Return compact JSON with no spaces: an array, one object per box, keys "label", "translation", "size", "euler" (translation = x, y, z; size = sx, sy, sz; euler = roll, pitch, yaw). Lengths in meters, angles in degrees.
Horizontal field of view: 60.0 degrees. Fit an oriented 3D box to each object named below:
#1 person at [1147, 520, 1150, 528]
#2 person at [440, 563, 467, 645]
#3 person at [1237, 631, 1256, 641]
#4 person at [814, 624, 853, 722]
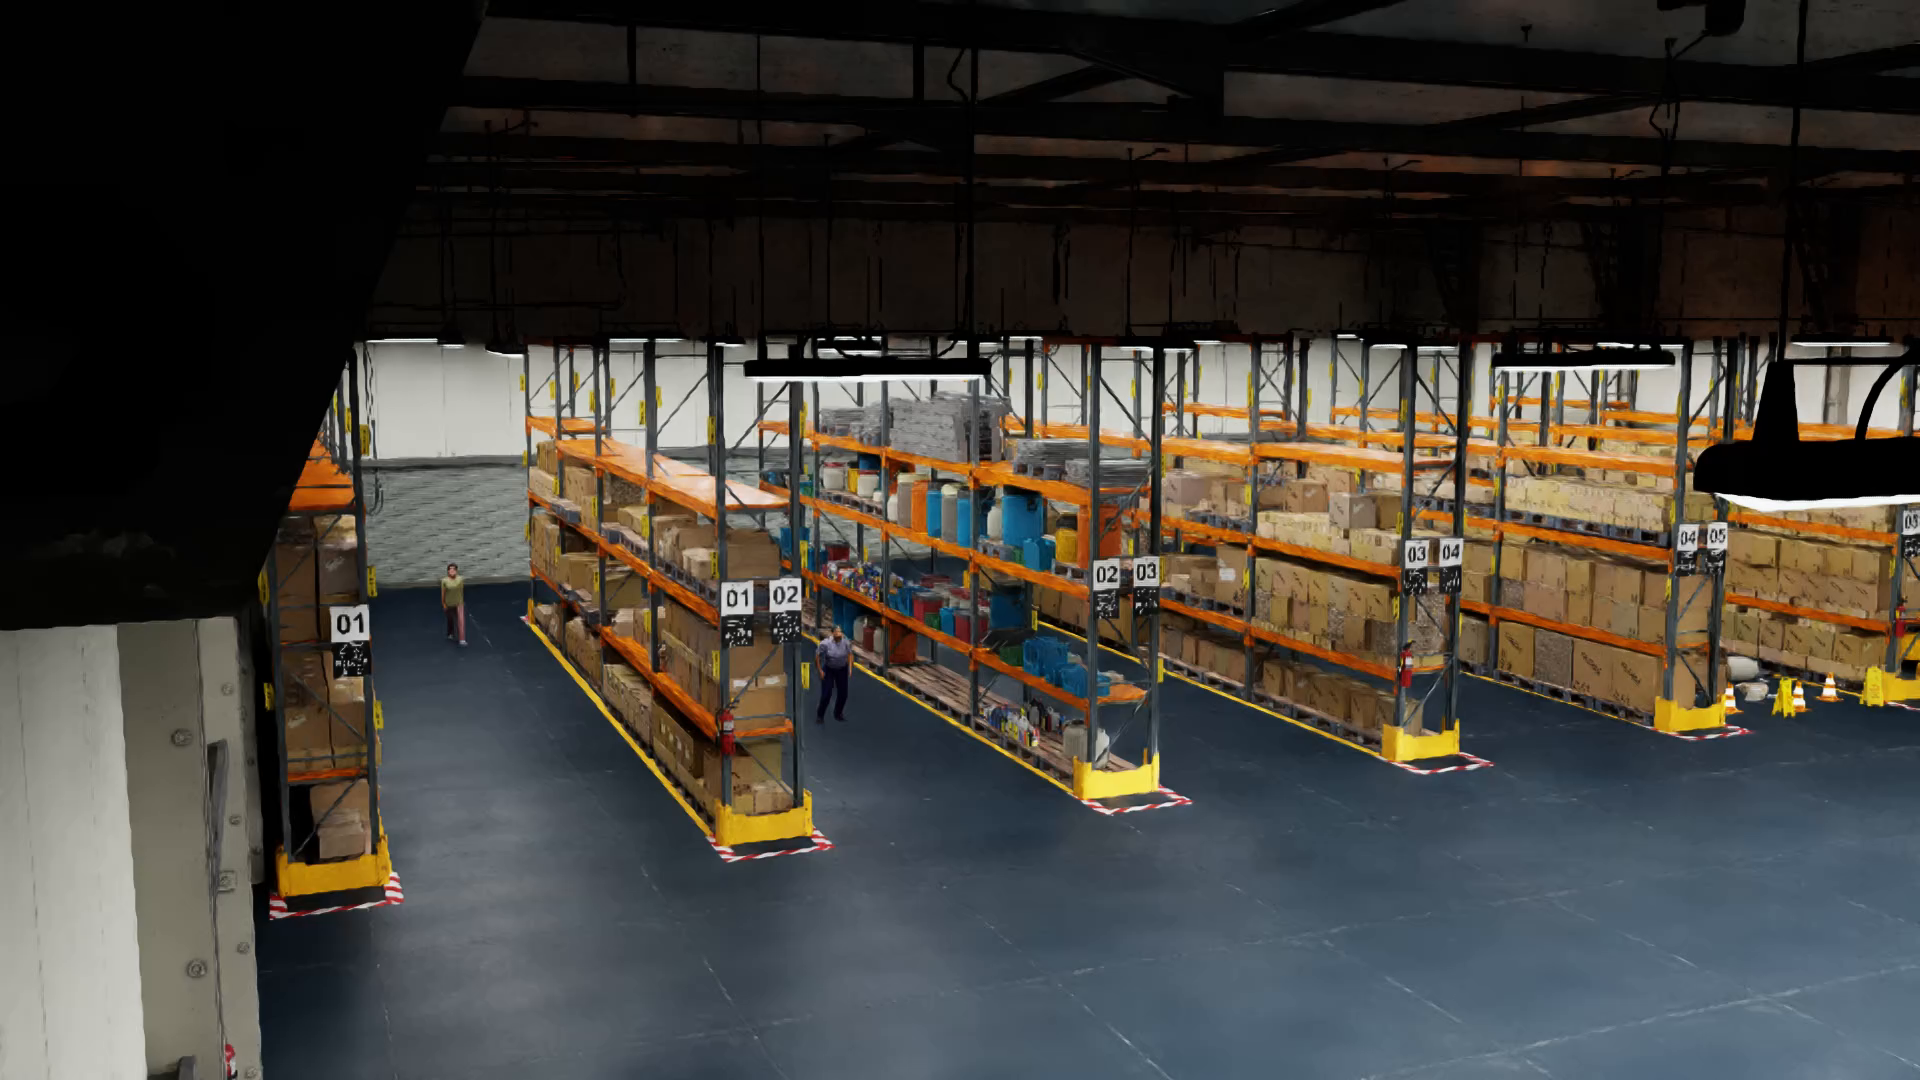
[{"label":"person","translation":[4.925,-0.029,41.688],"size":[0.507,1.663,0.609],"euler":[5,9,32]},{"label":"person","translation":[-9.876,1.225,32.399],"size":[0.448,1.590,1.110],"euler":[-3,8,-20]},{"label":"person","translation":[5.390,1.322,31.013],"size":[0.423,1.766,0.648],"euler":[-7,10,-43]},{"label":"person","translation":[-1.980,2.081,26.151],"size":[0.625,1.596,0.503],"euler":[-3,8,-24]}]
